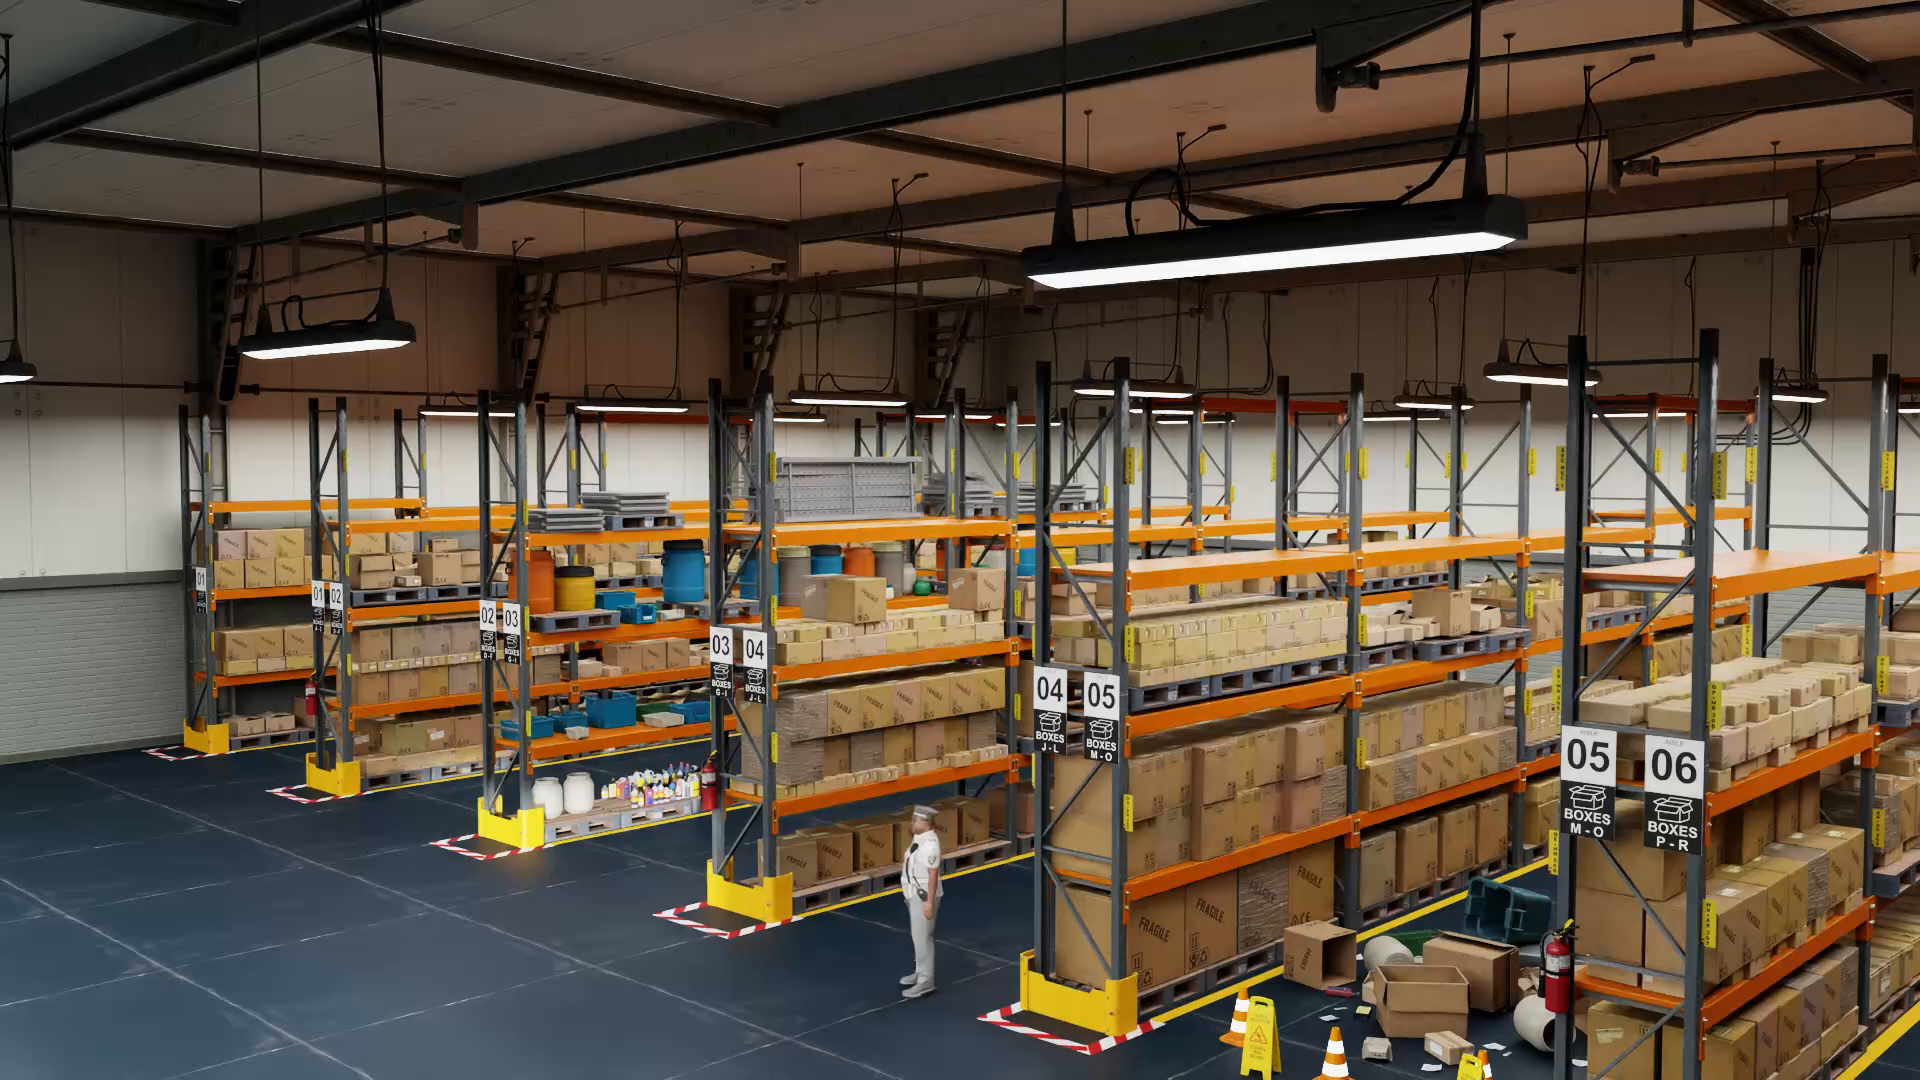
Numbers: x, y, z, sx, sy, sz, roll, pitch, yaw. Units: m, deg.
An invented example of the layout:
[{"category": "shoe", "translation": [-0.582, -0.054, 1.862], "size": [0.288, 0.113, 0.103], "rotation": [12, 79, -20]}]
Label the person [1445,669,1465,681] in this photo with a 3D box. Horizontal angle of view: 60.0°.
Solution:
[{"category": "person", "translation": [9.443, 2.632, 31.520], "size": [0.906, 1.742, 0.565], "rotation": [-1, 3, -17]}]

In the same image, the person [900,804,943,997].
[{"category": "person", "translation": [-0.378, 3.440, 16.018], "size": [0.413, 1.792, 0.567], "rotation": [0, 3, -8]}]

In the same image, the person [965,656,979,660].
[{"category": "person", "translation": [0.387, 2.301, 38.820], "size": [0.710, 1.620, 0.500], "rotation": [1, 3, 23]}]
